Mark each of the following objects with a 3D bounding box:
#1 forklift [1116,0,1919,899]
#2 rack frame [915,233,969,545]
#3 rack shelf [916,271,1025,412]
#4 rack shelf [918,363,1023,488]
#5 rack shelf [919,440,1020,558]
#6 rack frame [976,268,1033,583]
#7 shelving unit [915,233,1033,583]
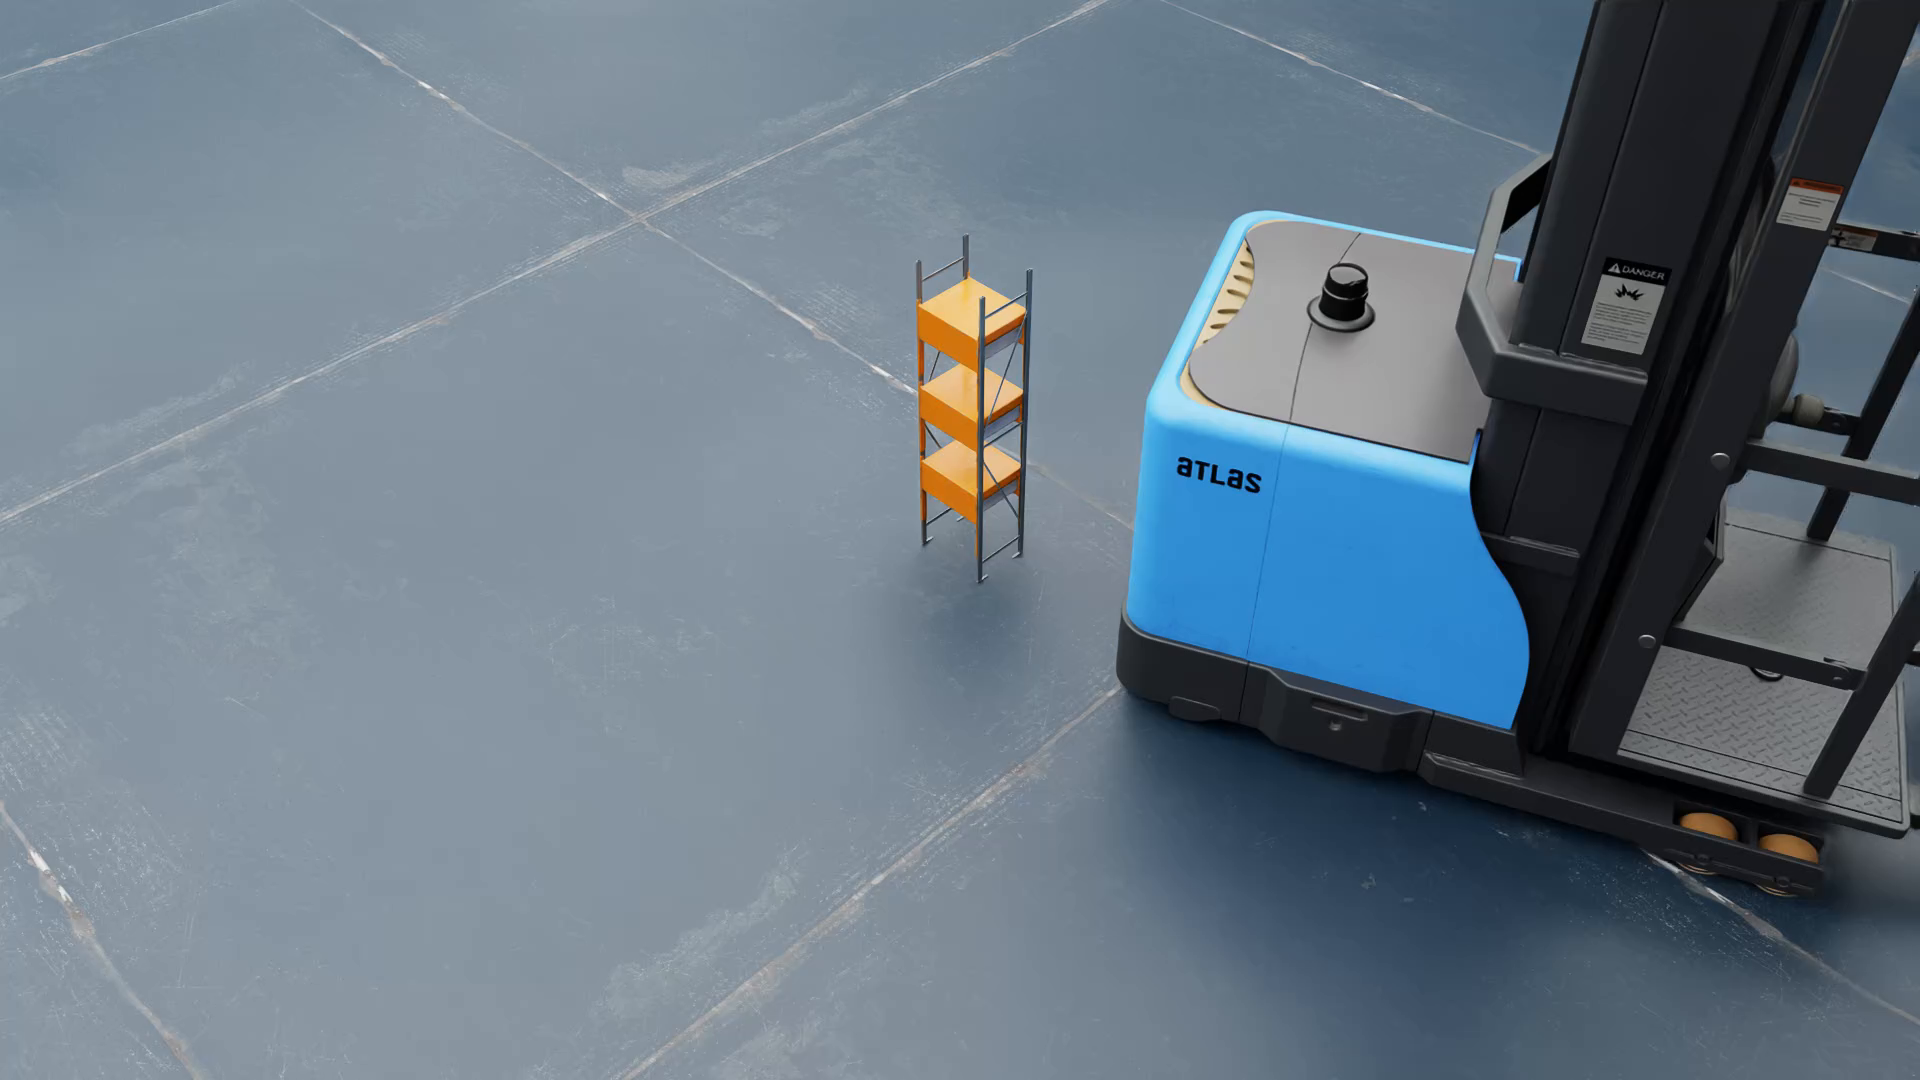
[{"bbox_3d":[2.016,-0.575,3.712,3.031,2.935,1.130,14,45,15],"label":"forklift"},{"bbox_3d":[-0.048,-0.418,4.929,0.200,1.050,0.008,-34,53,-31],"label":"rack frame"},{"bbox_3d":[0.038,-0.561,4.680,0.215,0.259,0.240,-34,53,-31],"label":"rack shelf"},{"bbox_3d":[0.038,-0.352,4.873,0.215,0.259,0.240,-34,53,-31],"label":"rack shelf"},{"bbox_3d":[0.038,-0.148,5.062,0.215,0.259,0.240,-34,53,-31],"label":"rack shelf"},{"bbox_3d":[0.124,-0.301,4.802,0.200,1.050,0.008,-34,53,-31],"label":"rack frame"},{"bbox_3d":[0.038,-0.360,4.866,0.215,1.050,0.252,-34,53,-31],"label":"shelving unit"}]
